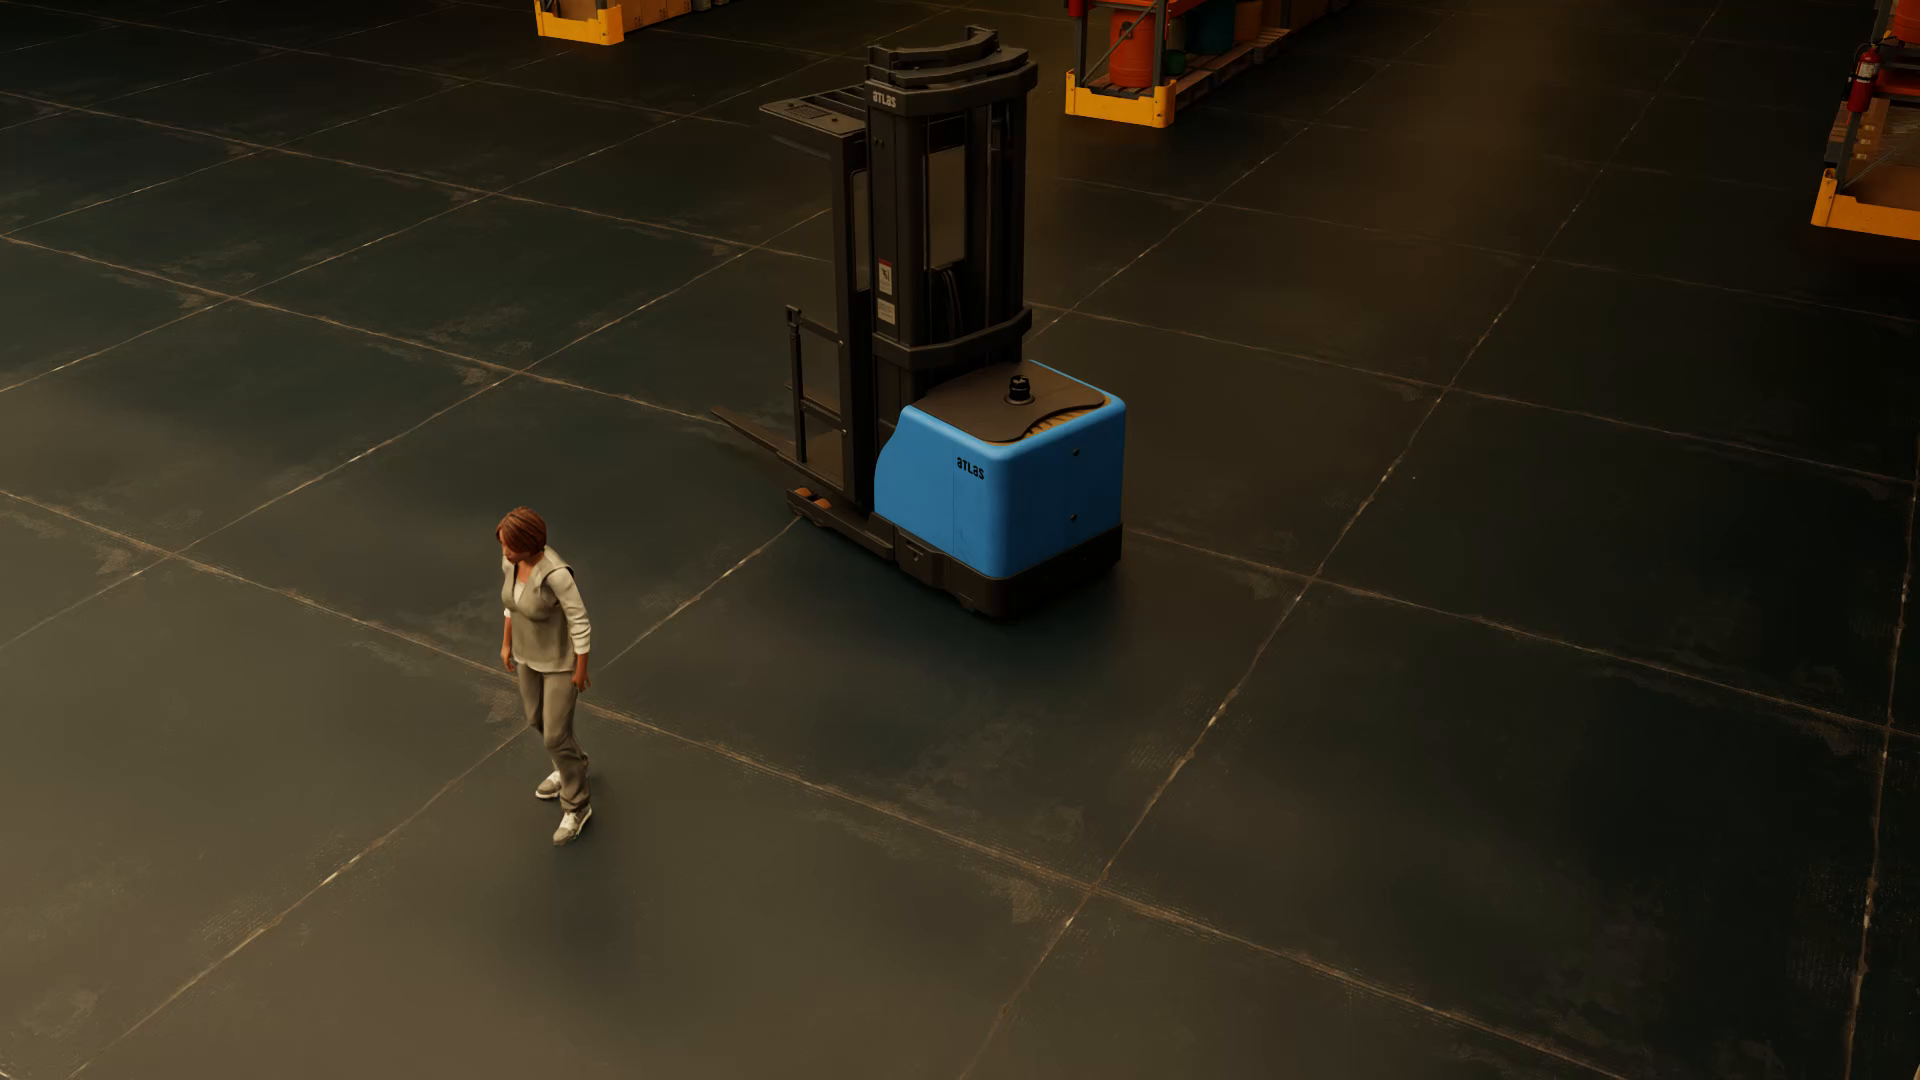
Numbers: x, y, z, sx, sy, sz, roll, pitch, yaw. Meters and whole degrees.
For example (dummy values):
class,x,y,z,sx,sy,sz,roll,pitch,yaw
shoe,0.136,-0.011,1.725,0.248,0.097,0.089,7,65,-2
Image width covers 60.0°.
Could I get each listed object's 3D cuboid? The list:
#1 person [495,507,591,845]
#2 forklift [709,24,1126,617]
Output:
class,x,y,z,sx,sy,sz,roll,pitch,yaw
person,-1.873,0.564,7.466,0.489,1.611,0.447,22,37,33
forklift,-0.417,-1.503,9.675,1.130,2.935,3.031,-24,38,-35
